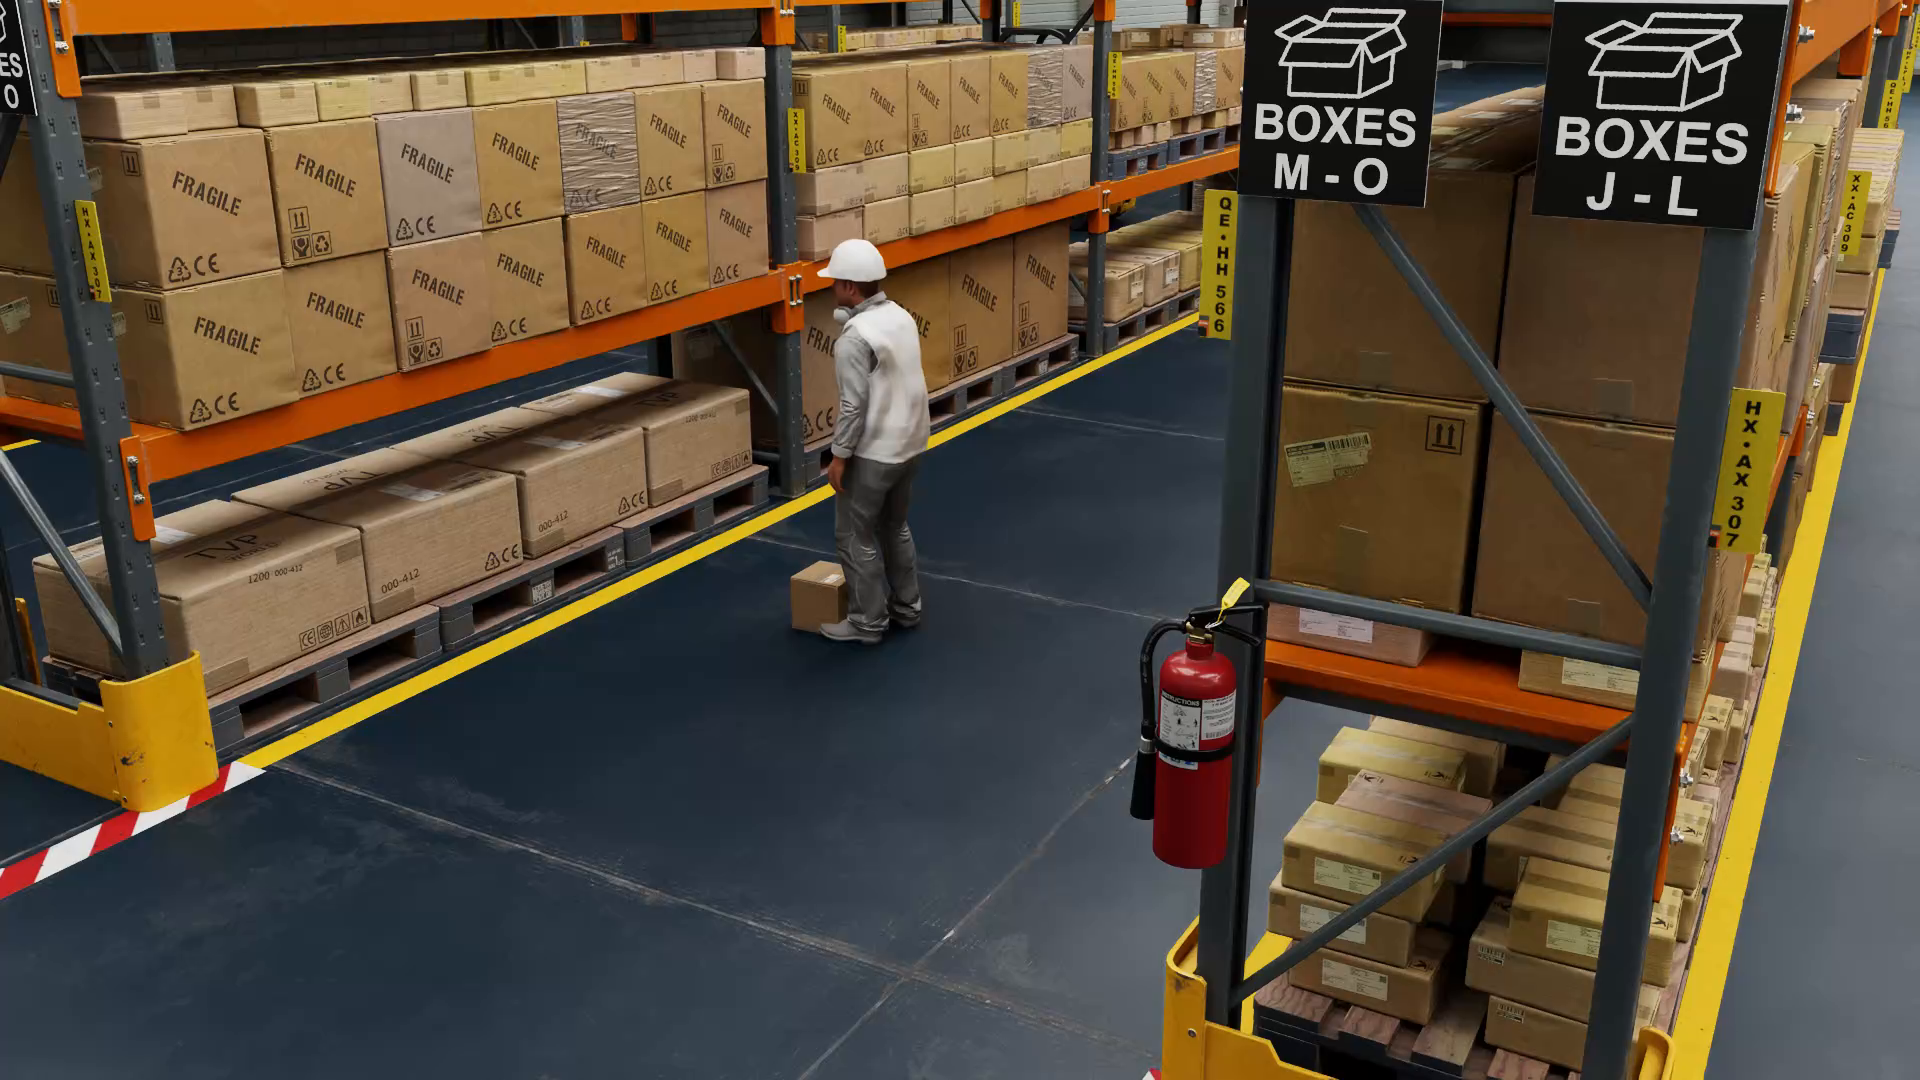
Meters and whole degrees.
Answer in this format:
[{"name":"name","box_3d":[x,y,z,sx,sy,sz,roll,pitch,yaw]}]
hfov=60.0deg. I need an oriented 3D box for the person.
[{"name":"person","box_3d":[-0.375,-0.410,7.197,0.466,1.773,0.591,10,21,25]}]
